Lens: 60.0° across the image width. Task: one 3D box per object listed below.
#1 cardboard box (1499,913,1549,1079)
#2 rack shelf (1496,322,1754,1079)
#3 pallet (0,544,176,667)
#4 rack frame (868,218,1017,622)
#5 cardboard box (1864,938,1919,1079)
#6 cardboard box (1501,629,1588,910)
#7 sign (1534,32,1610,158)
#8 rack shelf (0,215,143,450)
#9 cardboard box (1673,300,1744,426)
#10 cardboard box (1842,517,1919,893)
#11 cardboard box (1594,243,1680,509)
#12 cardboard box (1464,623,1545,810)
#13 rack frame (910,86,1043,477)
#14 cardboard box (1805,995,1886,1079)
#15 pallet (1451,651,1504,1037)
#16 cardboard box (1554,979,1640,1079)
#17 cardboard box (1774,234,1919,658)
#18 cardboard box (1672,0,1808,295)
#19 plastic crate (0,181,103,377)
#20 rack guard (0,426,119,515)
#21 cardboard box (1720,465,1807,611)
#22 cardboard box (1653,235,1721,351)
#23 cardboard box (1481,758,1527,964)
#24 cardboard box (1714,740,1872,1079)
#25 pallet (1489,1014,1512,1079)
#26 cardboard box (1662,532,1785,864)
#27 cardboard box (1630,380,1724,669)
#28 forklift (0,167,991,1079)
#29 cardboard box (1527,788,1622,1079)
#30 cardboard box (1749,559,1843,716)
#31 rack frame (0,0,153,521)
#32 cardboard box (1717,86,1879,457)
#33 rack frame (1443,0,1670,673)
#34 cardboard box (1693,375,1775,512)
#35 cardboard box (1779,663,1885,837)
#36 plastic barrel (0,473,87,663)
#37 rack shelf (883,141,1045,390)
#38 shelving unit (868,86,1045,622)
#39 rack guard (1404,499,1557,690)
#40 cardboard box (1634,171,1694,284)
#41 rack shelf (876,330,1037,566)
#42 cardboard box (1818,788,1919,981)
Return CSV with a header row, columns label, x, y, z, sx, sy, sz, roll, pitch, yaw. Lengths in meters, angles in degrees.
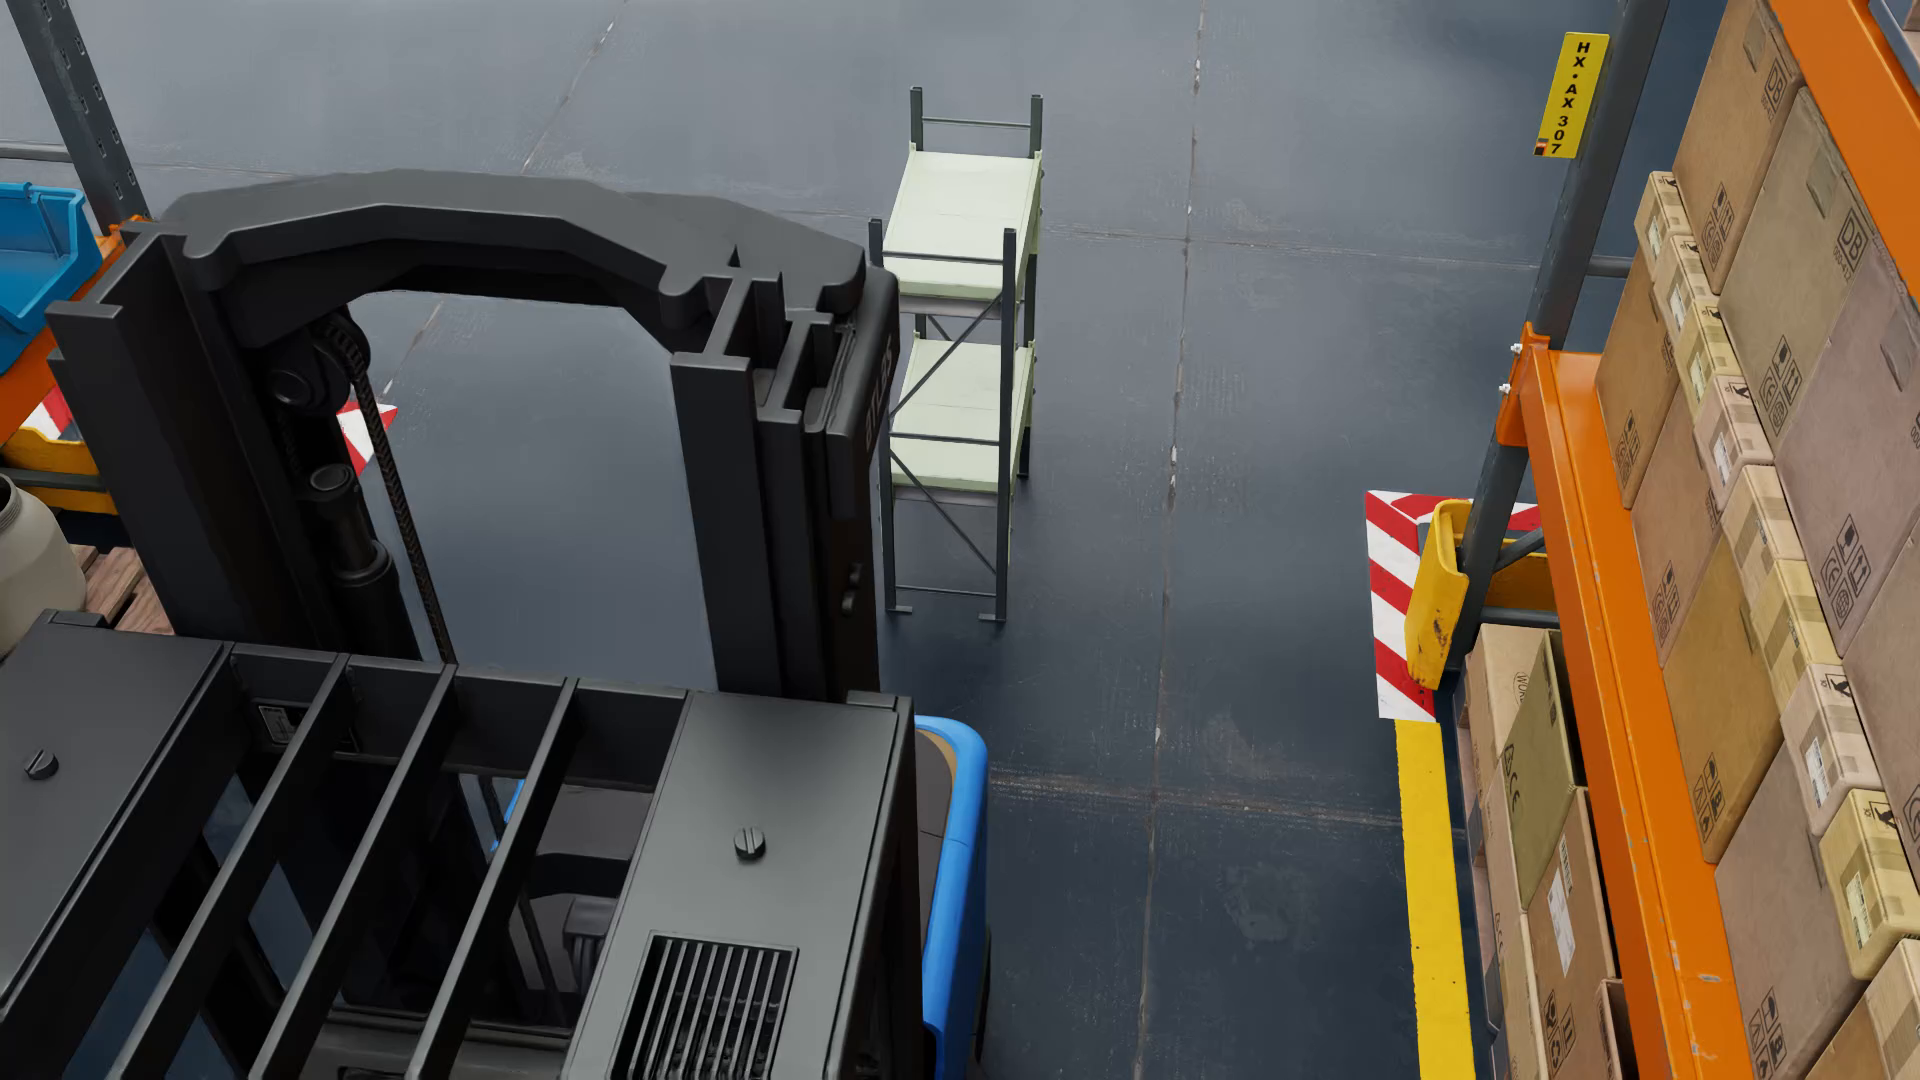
label,x,y,z,sx,sy,sz,roll,pitch,yaw
cardboard box,1.601,1.202,3.993,0.500,0.250,0.500,5,44,6
rack shelf,1.757,0.953,3.085,1.077,0.370,4.000,5,44,6
pallet,-2.964,0.498,5.070,1.003,0.211,1.213,5,44,6
rack frame,-0.048,-0.300,4.976,0.400,1.500,0.023,5,44,6
cardboard box,1.486,0.713,2.271,0.380,0.149,0.250,6,44,7
cardboard box,1.666,0.589,4.095,0.500,0.500,0.500,5,44,6
sign,1.472,-1.069,4.010,0.100,0.325,0.005,5,44,6
rack shelf,-3.152,0.501,3.563,1.077,0.370,4.000,5,44,6
cardboard box,1.690,-0.345,3.388,0.380,0.149,0.250,5,44,6
cardboard box,1.744,0.219,2.321,0.700,0.500,0.500,5,44,6
cardboard box,1.947,-0.390,3.908,0.700,0.500,0.500,5,44,6
cardboard box,1.730,0.520,4.713,0.500,0.250,0.500,5,44,6
rack frame,0.049,-0.799,5.503,0.400,1.500,0.023,5,44,6
cardboard box,1.679,1.014,2.425,0.700,0.500,0.500,6,44,6
pallet,1.962,0.867,4.681,1.003,0.211,1.213,5,44,6
cardboard box,1.529,1.270,3.376,0.500,0.500,0.500,5,44,6
cardboard box,1.810,-0.123,2.682,0.700,0.500,0.500,5,44,6
cardboard box,1.940,-0.825,3.424,0.700,0.500,0.500,5,44,6
plastic crate,-2.657,-0.701,4.417,0.499,0.251,0.616,5,44,6
rack guard,-2.851,-0.160,5.555,1.175,0.500,0.348,5,44,6
cardboard box,1.621,0.009,3.015,0.380,0.149,0.250,4,44,4
cardboard box,1.724,-0.515,3.568,0.380,0.149,0.250,4,44,4
cardboard box,1.668,0.861,4.353,0.500,0.250,0.500,5,44,6
cardboard box,1.745,0.665,2.793,0.700,0.500,0.500,6,44,7
pallet,1.798,1.696,3.806,1.003,0.211,1.213,5,44,6
cardboard box,1.811,0.306,3.173,0.700,0.500,0.500,6,44,6
cardboard box,1.883,-0.032,3.529,0.700,0.500,0.500,6,44,7
forklift,-0.630,1.087,2.471,1.130,2.935,3.031,5,44,6
cardboard box,1.613,0.931,3.734,0.500,0.500,0.500,5,44,6
cardboard box,1.588,0.183,2.831,0.380,0.149,0.250,5,44,5
rack frame,-2.888,-1.124,4.755,1.000,3.000,0.127,5,44,6
cardboard box,1.876,-0.466,3.045,0.700,0.500,0.500,4,44,4
rack frame,2.022,-0.671,4.277,1.000,3.000,0.127,5,44,6
cardboard box,1.654,-0.173,3.207,0.380,0.149,0.250,5,44,5
cardboard box,1.552,0.353,2.652,0.380,0.149,0.250,6,44,6
plastic barrel,-2.899,0.083,4.985,0.421,0.512,0.421,0,43,0
rack shelf,0.001,-0.833,4.971,0.431,0.370,0.720,5,44,6
shelving unit,0.001,-0.549,5.239,0.431,1.500,0.755,5,44,6
rack guard,2.025,0.220,5.154,1.175,0.500,0.348,5,44,6
cardboard box,1.756,-0.695,3.758,0.380,0.149,0.250,5,44,5
rack shelf,0.001,-0.312,5.463,0.431,0.370,0.720,5,44,6
cardboard box,1.518,0.532,2.462,0.380,0.149,0.250,7,44,7
